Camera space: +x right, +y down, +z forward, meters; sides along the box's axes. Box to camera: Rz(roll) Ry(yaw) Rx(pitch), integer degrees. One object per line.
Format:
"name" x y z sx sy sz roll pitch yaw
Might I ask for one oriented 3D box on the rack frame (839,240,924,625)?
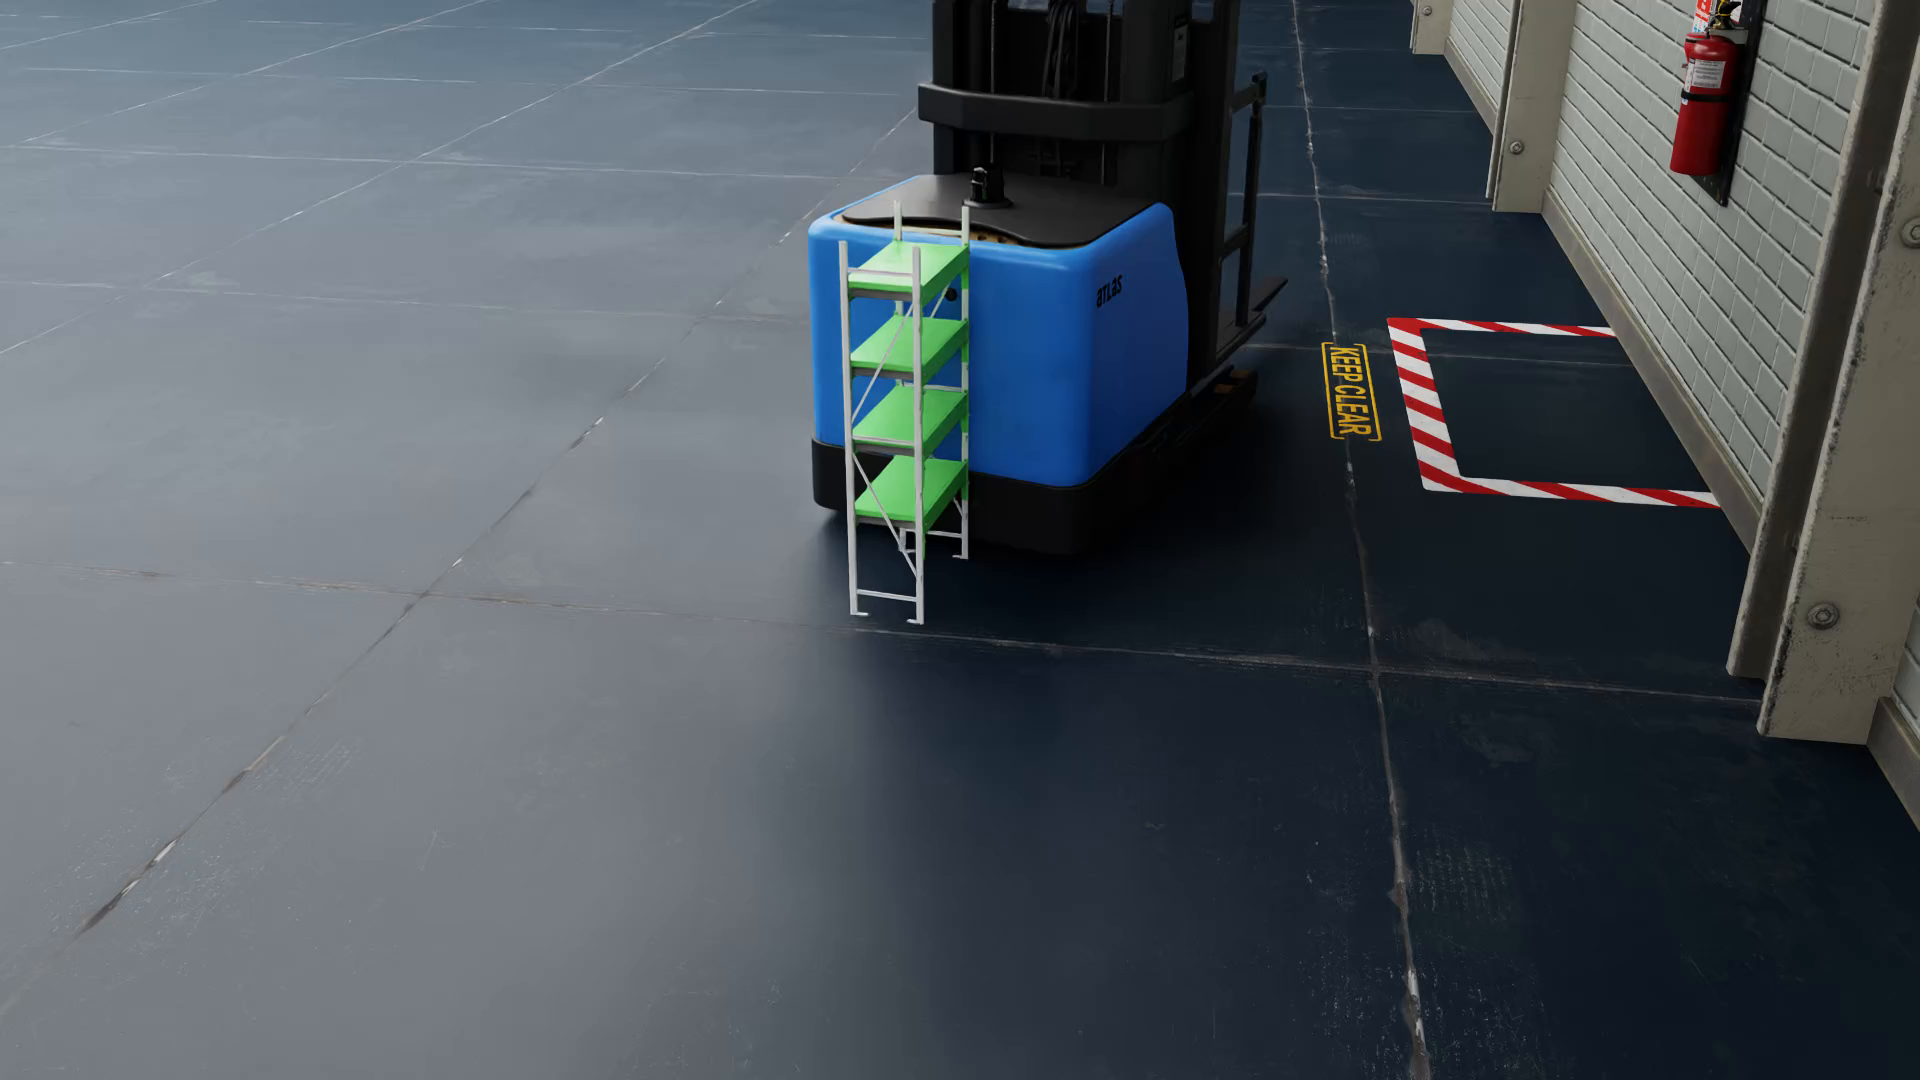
"rack frame" -0.228 -0.295 4.965 0.240 1.200 0.015 7 26 15

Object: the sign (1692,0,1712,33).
"sign" 3.032 -2.161 6.786 0.001 0.329 0.234 4 25 9

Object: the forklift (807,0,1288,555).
"forklift" 0.586 -1.869 6.286 1.130 2.935 3.031 12 28 24

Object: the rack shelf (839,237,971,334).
"rack shelf" -0.158 -0.771 5.001 0.258 0.148 0.480 7 26 15

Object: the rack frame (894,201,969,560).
"rack frame" -0.088 -0.493 5.389 0.240 1.200 0.015 7 26 15

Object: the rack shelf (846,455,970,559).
"rack shelf" -0.158 -0.119 5.306 0.258 0.148 0.480 7 26 15

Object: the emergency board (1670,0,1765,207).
"emergency board" 2.840 -1.921 6.315 0.194 1.169 0.643 4 25 9

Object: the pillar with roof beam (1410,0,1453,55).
"pillar with roof beam" 0.112 -8.924 14.200 9.100 9.000 0.400 4 25 9

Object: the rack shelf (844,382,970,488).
"rack shelf" -0.158 -0.336 5.204 0.258 0.148 0.480 7 26 15

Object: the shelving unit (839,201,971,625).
"shelving unit" -0.158 -0.394 5.177 0.258 1.200 0.503 7 26 15

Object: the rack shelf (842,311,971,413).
"rack shelf" -0.158 -0.554 5.103 0.258 0.148 0.480 7 26 15

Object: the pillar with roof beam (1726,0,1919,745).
"pillar with roof beam" -1.849 -3.905 3.478 9.100 9.000 0.400 4 25 9

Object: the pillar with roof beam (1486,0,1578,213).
"pillar with roof beam" -0.868 -6.415 8.839 9.100 9.000 0.400 4 25 9
